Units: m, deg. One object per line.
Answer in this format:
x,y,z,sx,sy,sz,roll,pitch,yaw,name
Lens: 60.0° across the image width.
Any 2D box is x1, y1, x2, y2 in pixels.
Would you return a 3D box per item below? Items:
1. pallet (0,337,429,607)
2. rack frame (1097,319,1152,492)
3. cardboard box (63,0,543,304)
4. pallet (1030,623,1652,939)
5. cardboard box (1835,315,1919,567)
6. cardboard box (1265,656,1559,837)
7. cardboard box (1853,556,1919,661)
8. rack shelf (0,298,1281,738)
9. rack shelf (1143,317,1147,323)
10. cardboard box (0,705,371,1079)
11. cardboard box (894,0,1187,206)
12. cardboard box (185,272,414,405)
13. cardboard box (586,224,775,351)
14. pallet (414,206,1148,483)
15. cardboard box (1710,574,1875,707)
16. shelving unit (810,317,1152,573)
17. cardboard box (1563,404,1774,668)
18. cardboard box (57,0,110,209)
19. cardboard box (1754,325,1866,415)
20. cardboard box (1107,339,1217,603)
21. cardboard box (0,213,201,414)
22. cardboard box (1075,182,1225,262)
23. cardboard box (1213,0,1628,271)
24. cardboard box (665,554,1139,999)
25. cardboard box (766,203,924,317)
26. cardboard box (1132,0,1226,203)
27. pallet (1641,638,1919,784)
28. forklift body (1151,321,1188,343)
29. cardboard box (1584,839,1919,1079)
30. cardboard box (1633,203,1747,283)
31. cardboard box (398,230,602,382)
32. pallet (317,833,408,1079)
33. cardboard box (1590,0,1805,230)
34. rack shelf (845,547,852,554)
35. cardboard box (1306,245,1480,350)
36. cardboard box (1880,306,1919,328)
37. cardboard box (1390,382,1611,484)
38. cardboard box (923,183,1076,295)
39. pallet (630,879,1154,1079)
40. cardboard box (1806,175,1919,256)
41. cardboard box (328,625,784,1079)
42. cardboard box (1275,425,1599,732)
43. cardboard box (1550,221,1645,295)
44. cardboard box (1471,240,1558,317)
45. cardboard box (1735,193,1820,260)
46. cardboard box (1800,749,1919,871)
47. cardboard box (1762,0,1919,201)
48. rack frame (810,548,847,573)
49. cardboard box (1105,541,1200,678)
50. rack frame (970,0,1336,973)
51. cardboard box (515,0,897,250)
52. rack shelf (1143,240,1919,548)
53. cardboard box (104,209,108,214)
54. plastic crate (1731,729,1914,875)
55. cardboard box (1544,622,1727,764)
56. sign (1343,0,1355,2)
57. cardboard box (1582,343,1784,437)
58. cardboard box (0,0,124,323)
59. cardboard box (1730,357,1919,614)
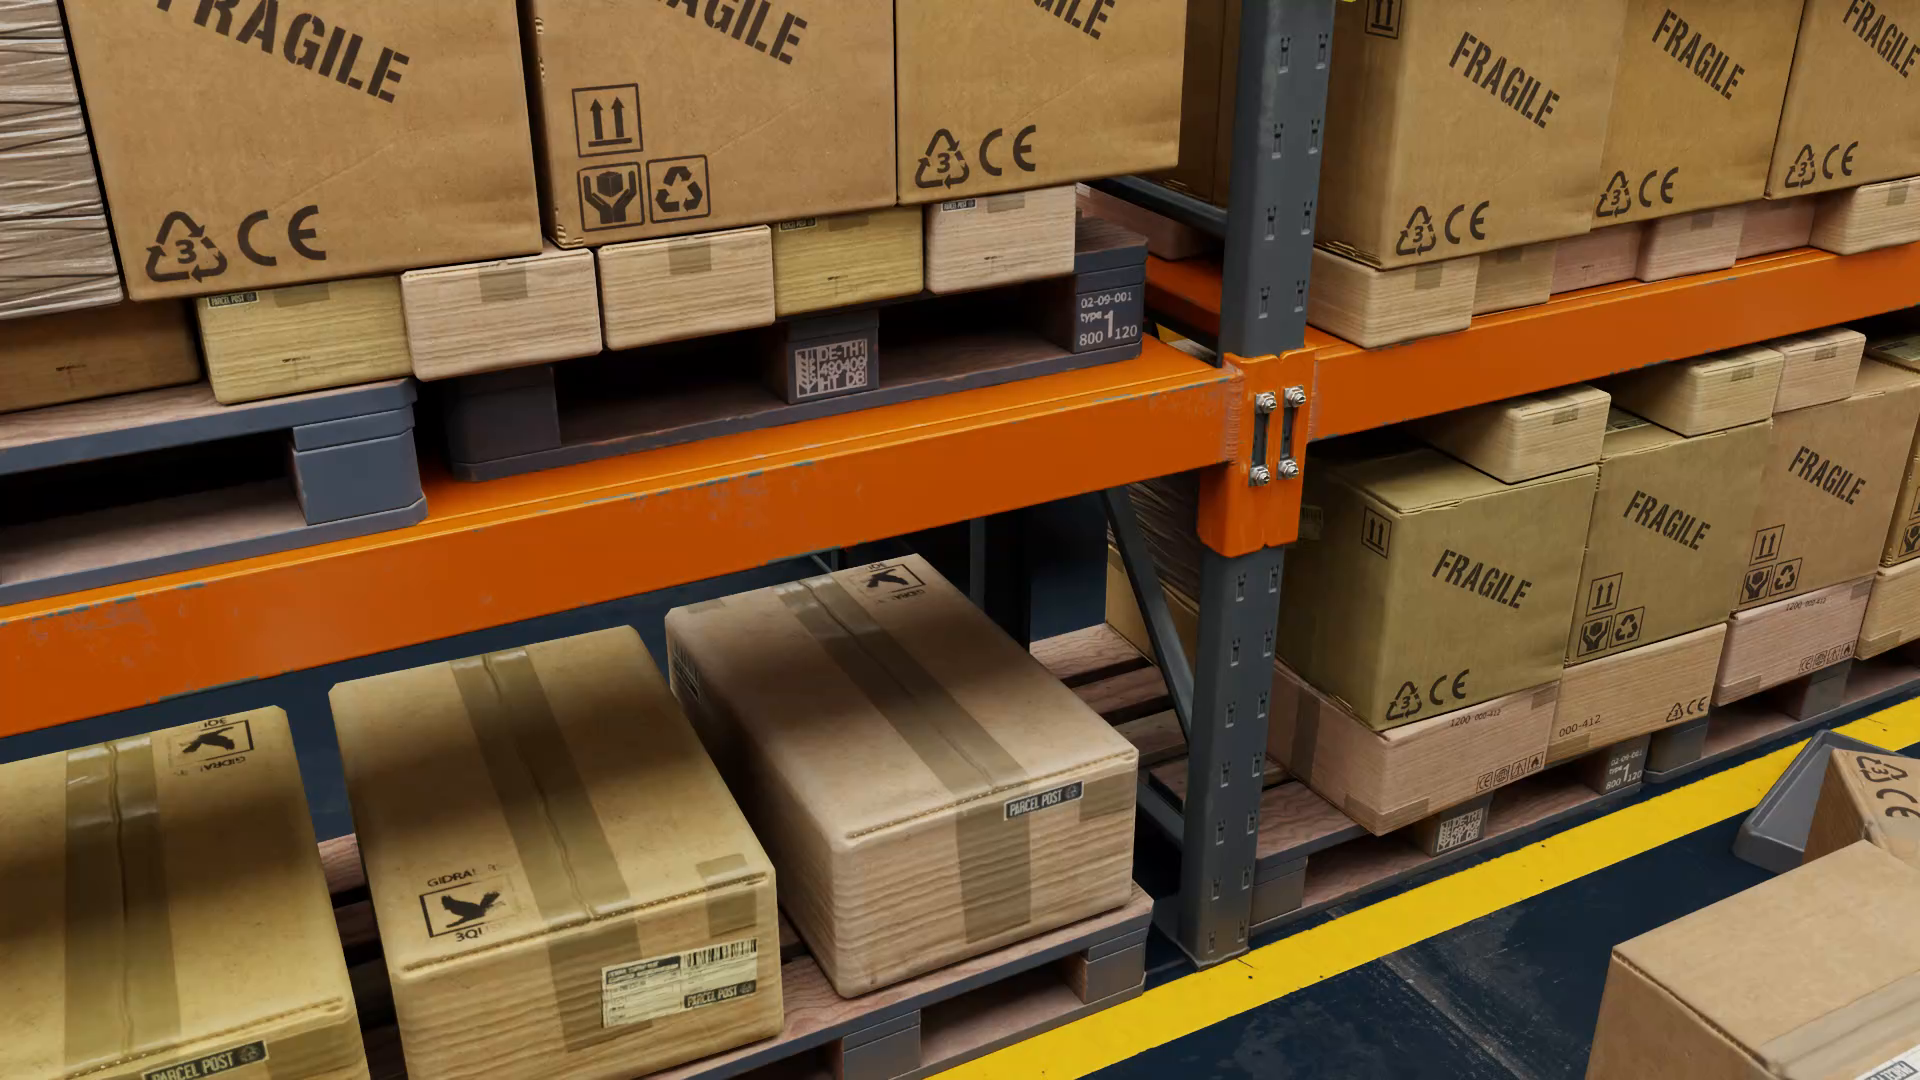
-1.492,-0.188,2.397,1.213,0.211,1.003,-13,29,-25,pallet
0.443,-0.609,5.219,0.032,1.125,0.500,-13,29,-25,rack frame
-0.885,-0.652,2.199,0.500,0.500,0.500,-12,28,-23,cardboard box
0.886,0.437,4.096,1.213,0.211,1.003,-13,29,-25,pallet
2.348,-0.302,4.239,0.500,0.500,0.500,-14,29,-26,cardboard box
0.958,0.363,3.719,0.500,0.250,0.500,-14,29,-27,cardboard box
2.333,0.044,4.384,0.500,0.250,0.500,-14,29,-27,cardboard box
-1.455,0.062,2.487,4.000,0.370,1.077,-13,29,-25,rack shelf
-0.006,-0.770,4.877,1.000,0.278,0.538,-13,29,-25,rack shelf
-1.397,0.723,2.829,0.625,0.372,0.950,-12,28,-23,cardboard box
0.010,-0.857,2.624,0.500,0.500,0.500,-14,29,-26,cardboard box
-0.921,-0.333,2.284,0.250,0.149,0.380,-13,29,-25,cardboard box
-0.466,-0.423,2.470,0.250,0.149,0.380,-14,29,-26,cardboard box
-0.433,-0.483,3.013,1.213,0.211,1.003,-13,29,-25,pallet
1.890,0.141,4.182,0.500,0.250,0.500,-13,29,-26,cardboard box
-0.006,-0.506,5.004,1.048,1.125,0.538,-13,29,-25,shelving unit
1.424,-0.088,3.794,0.500,0.500,0.500,-12,28,-23,cardboard box
-1.571,-0.746,2.394,0.500,0.500,0.500,-14,29,-27,cardboard box
1.785,-0.431,3.758,0.250,0.149,0.380,-11,28,-22,cardboard box
0.706,-0.181,3.986,0.500,0.500,0.500,-13,29,-26,cardboard box
-1.202,-0.319,2.254,0.250,0.149,0.380,-14,29,-27,cardboard box
0.450,-0.739,3.613,0.250,0.149,0.380,-13,29,-26,cardboard box
0.829,-0.832,3.059,0.500,0.500,0.500,-13,29,-25,cardboard box
-0.152,0.433,3.433,0.625,0.372,0.950,-13,28,-24,cardboard box
-0.255,-0.489,2.607,0.250,0.149,0.380,-14,29,-27,cardboard box
0.585,-1.035,3.480,0.500,0.500,0.500,-14,29,-26,cardboard box
1.964,0.187,4.617,1.213,0.211,1.003,-13,29,-25,pallet
0.686,-1.914,6.751,1.214,2.155,2.313,-13,29,-25,forklift body
1.174,0.789,2.154,0.500,0.500,0.500,-13,29,-25,cardboard box
1.392,-0.672,3.475,0.250,0.149,0.380,-12,28,-24,cardboard box
-0.689,-0.369,2.359,0.250,0.149,0.380,-13,28,-25,cardboard box
-1.454,0.996,2.931,1.213,0.211,1.003,-13,29,-25,pallet
1.261,-0.943,3.290,0.500,0.500,0.500,-13,29,-25,cardboard box
-0.006,-0.285,5.109,1.000,0.278,0.538,-13,29,-25,rack shelf
0.739,-0.498,3.113,0.250,0.149,0.380,-13,29,-25,cardboard box
2.506,-0.599,4.107,0.250,0.149,0.380,-12,28,-23,cardboard box
1.096,-0.270,3.422,0.250,0.149,0.380,-13,28,-24,cardboard box
-0.014,-0.536,2.705,0.250,0.149,0.380,-13,28,-24,cardboard box
-0.376,0.746,3.452,1.213,0.211,1.003,-13,29,-25,pallet
1.872,-0.755,3.648,0.250,0.149,0.380,-13,28,-25,cardboard box
-0.784,0.581,3.125,0.625,0.372,0.950,-11,28,-22,cardboard box
0.958,0.025,3.557,0.500,0.500,0.500,-12,28,-23,cardboard box
1.157,-0.635,3.398,0.250,0.149,0.380,-13,29,-25,cardboard box
0.937,-0.570,3.261,0.250,0.149,0.380,-12,28,-24,cardboard box
1.612,-0.739,3.613,0.250,0.149,0.380,-13,29,-25,cardboard box
1.896,0.757,3.092,0.500,0.500,0.500,5,26,11,cardboard box
1.710,-1.041,3.493,0.500,0.500,0.500,-13,29,-26,cardboard box
-0.455,-0.402,4.788,0.032,1.125,0.500,-13,29,-25,rack frame
0.705,0.157,4.149,0.500,0.250,0.500,-12,28,-23,cardboard box
0.310,-0.670,3.180,0.127,3.000,1.000,-13,29,-25,rack frame
-0.427,-0.755,2.413,0.500,0.500,0.500,-13,28,-25,cardboard box
2.075,-0.753,4.184,4.000,0.370,1.077,-13,29,-25,rack shelf
-1.490,-0.499,2.629,0.250,0.149,0.380,-12,28,-23,cardboard box
2.081,0.640,3.825,0.402,0.080,0.583,21,33,37,plastic crate
1.423,0.250,3.955,0.500,0.250,0.500,-11,28,-22,cardboard box
0.574,-0.981,2.489,0.005,0.325,0.100,-13,29,-25,sign
1.549,-0.375,3.641,0.250,0.149,0.380,-12,28,-23,cardboard box
-1.347,-0.545,1.976,0.500,0.500,0.500,-14,29,-27,cardboard box
1.883,-0.193,4.012,0.500,0.500,0.500,-11,28,-22,cardboard box
